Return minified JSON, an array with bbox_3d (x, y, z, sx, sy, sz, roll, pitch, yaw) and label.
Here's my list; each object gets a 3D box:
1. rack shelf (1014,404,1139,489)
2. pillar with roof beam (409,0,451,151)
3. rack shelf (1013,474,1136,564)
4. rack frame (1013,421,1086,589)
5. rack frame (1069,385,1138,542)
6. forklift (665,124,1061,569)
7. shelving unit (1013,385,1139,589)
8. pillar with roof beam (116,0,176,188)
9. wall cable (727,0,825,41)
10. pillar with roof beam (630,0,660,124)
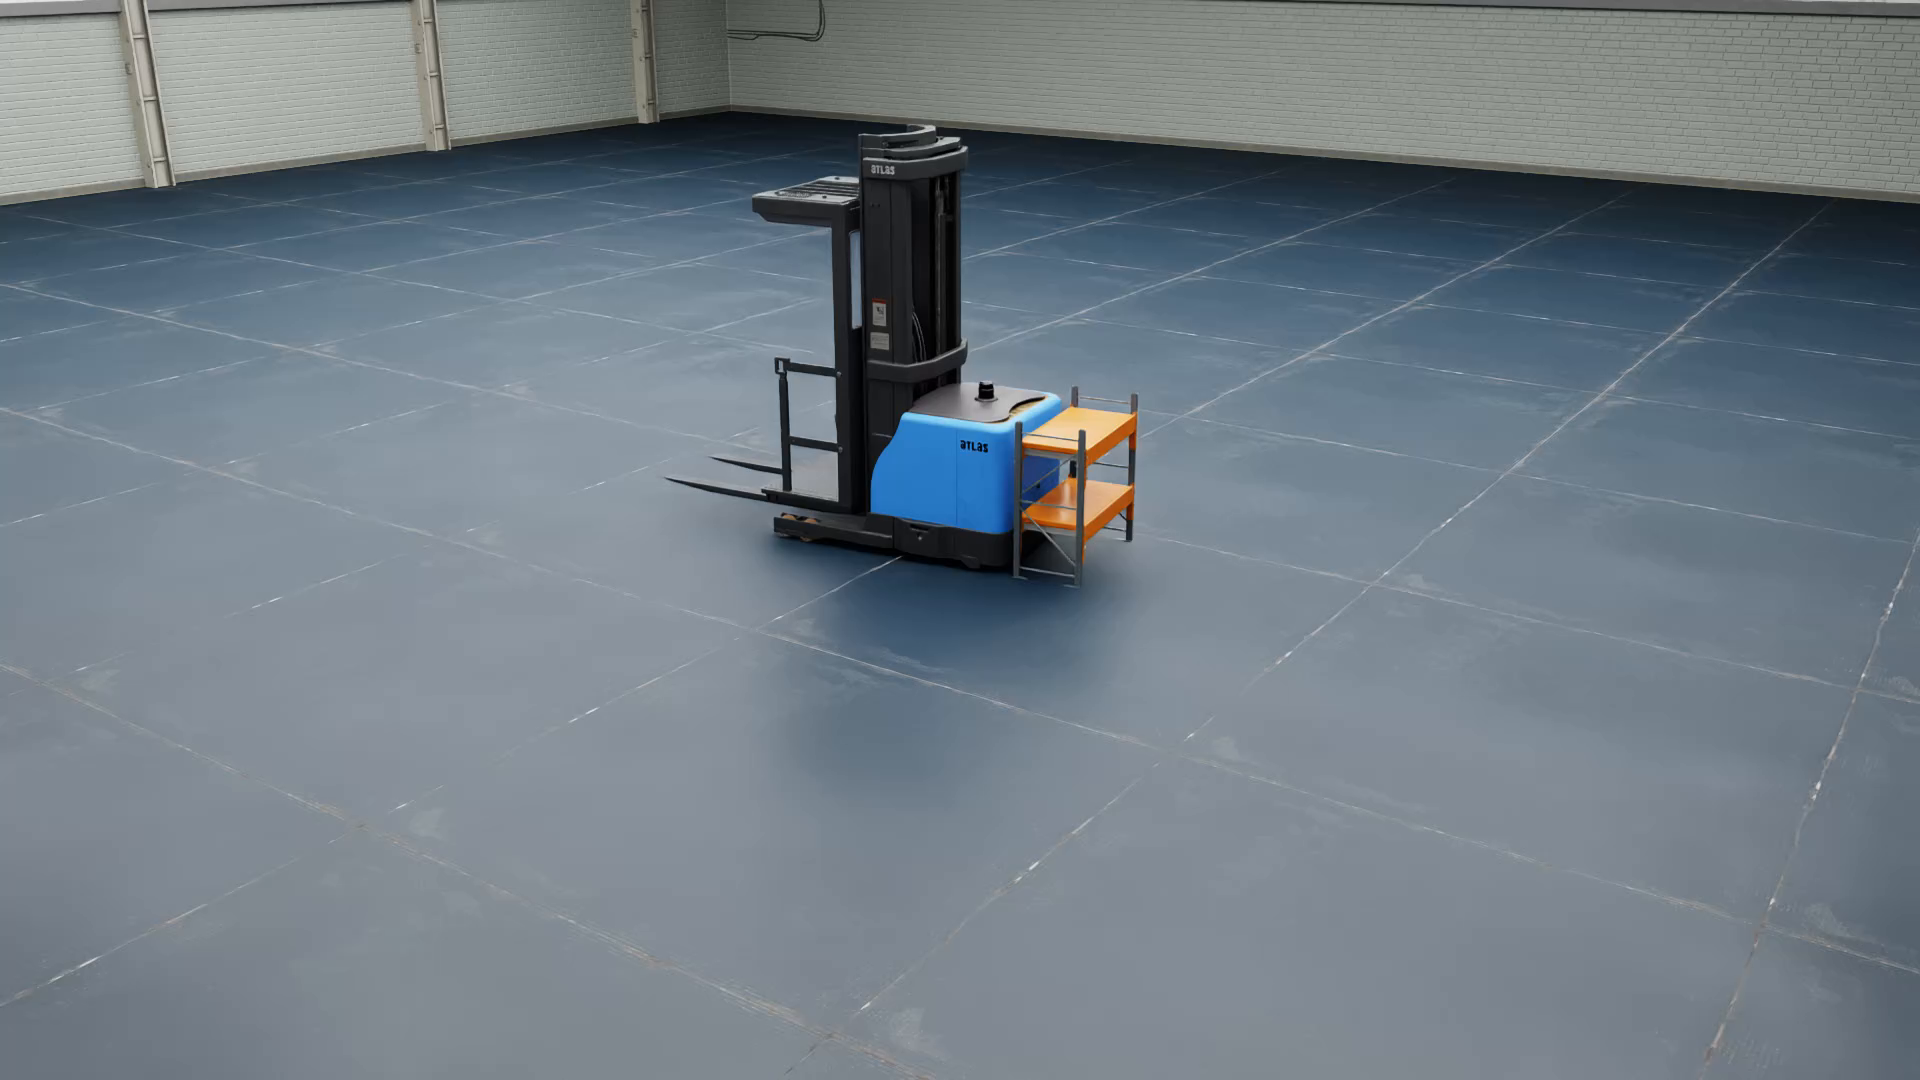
[{"bbox_3d":[0.821,-0.666,11.601,0.538,0.278,1.000,9,22,24],"label":"rack shelf"},{"bbox_3d":[-6.966,-11.260,29.735,9.100,9.000,0.400,13,24,32],"label":"pillar with roof beam"},{"bbox_3d":[0.821,-0.163,11.788,0.538,0.278,1.000,9,22,24],"label":"rack shelf"},{"bbox_3d":[0.603,-0.233,11.272,0.500,1.125,0.032,9,22,24],"label":"rack frame"},{"bbox_3d":[1.039,-0.551,12.134,0.500,1.125,0.032,9,22,24],"label":"rack frame"},{"bbox_3d":[-0.805,-1.512,12.129,3.031,2.935,1.130,10,23,26],"label":"forklift"},{"bbox_3d":[0.821,-0.392,11.703,0.538,1.125,1.048,9,22,24],"label":"shelving unit"},{"bbox_3d":[-10.339,-9.539,25.081,9.100,9.000,0.400,13,24,32],"label":"pillar with roof beam"},{"bbox_3d":[-4.404,-12.952,38.786,3.097,2.526,0.112,13,24,32],"label":"wall cable"},{"bbox_3d":[-3.593,-12.982,34.389,9.100,9.000,0.400,13,24,32],"label":"pillar with roof beam"}]
